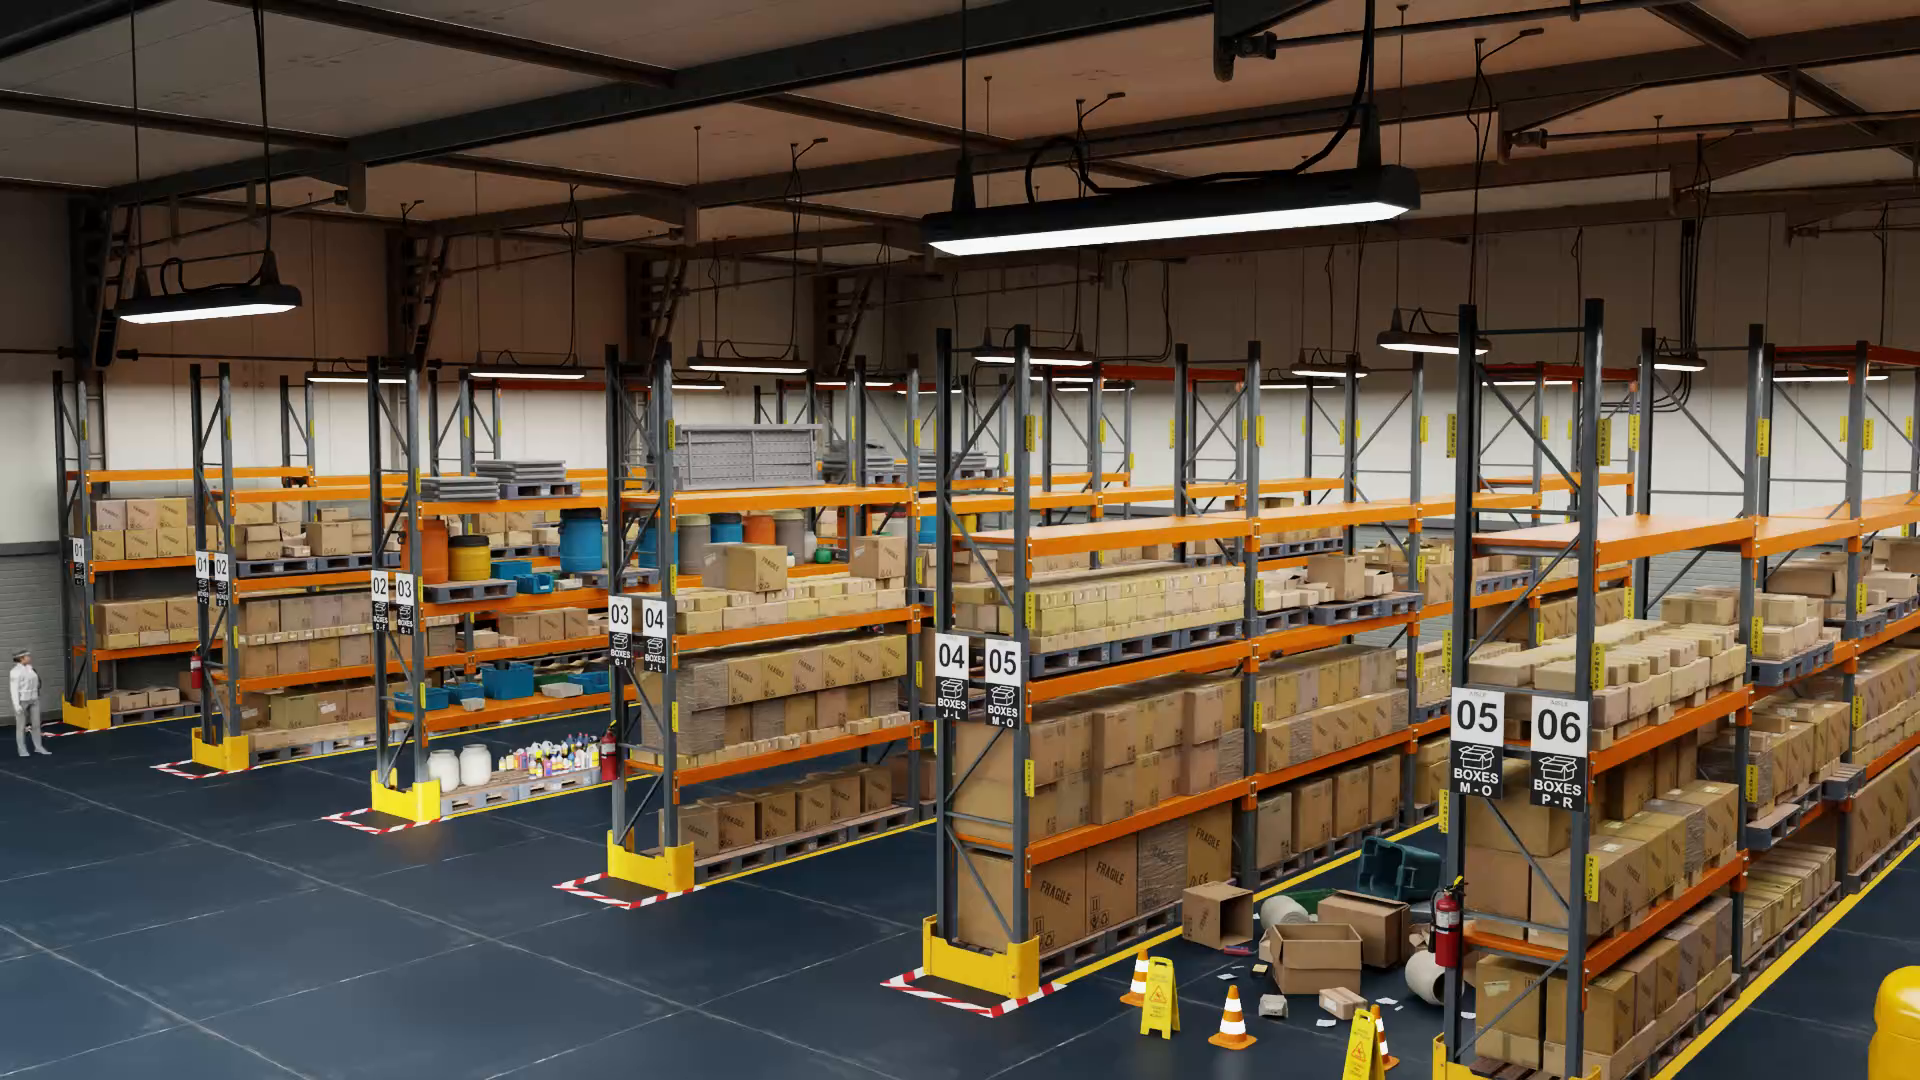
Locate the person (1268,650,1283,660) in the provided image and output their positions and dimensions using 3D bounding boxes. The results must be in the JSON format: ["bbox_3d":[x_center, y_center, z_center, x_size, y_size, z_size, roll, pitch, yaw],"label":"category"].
[{"bbox_3d":[4.797,2.506,25.548,0.376,1.704,0.459,1,4,10],"label":"person"}]

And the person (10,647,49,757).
[{"bbox_3d":[-14.353,2.487,25.563,0.369,1.693,0.528,2,5,24],"label":"person"}]
